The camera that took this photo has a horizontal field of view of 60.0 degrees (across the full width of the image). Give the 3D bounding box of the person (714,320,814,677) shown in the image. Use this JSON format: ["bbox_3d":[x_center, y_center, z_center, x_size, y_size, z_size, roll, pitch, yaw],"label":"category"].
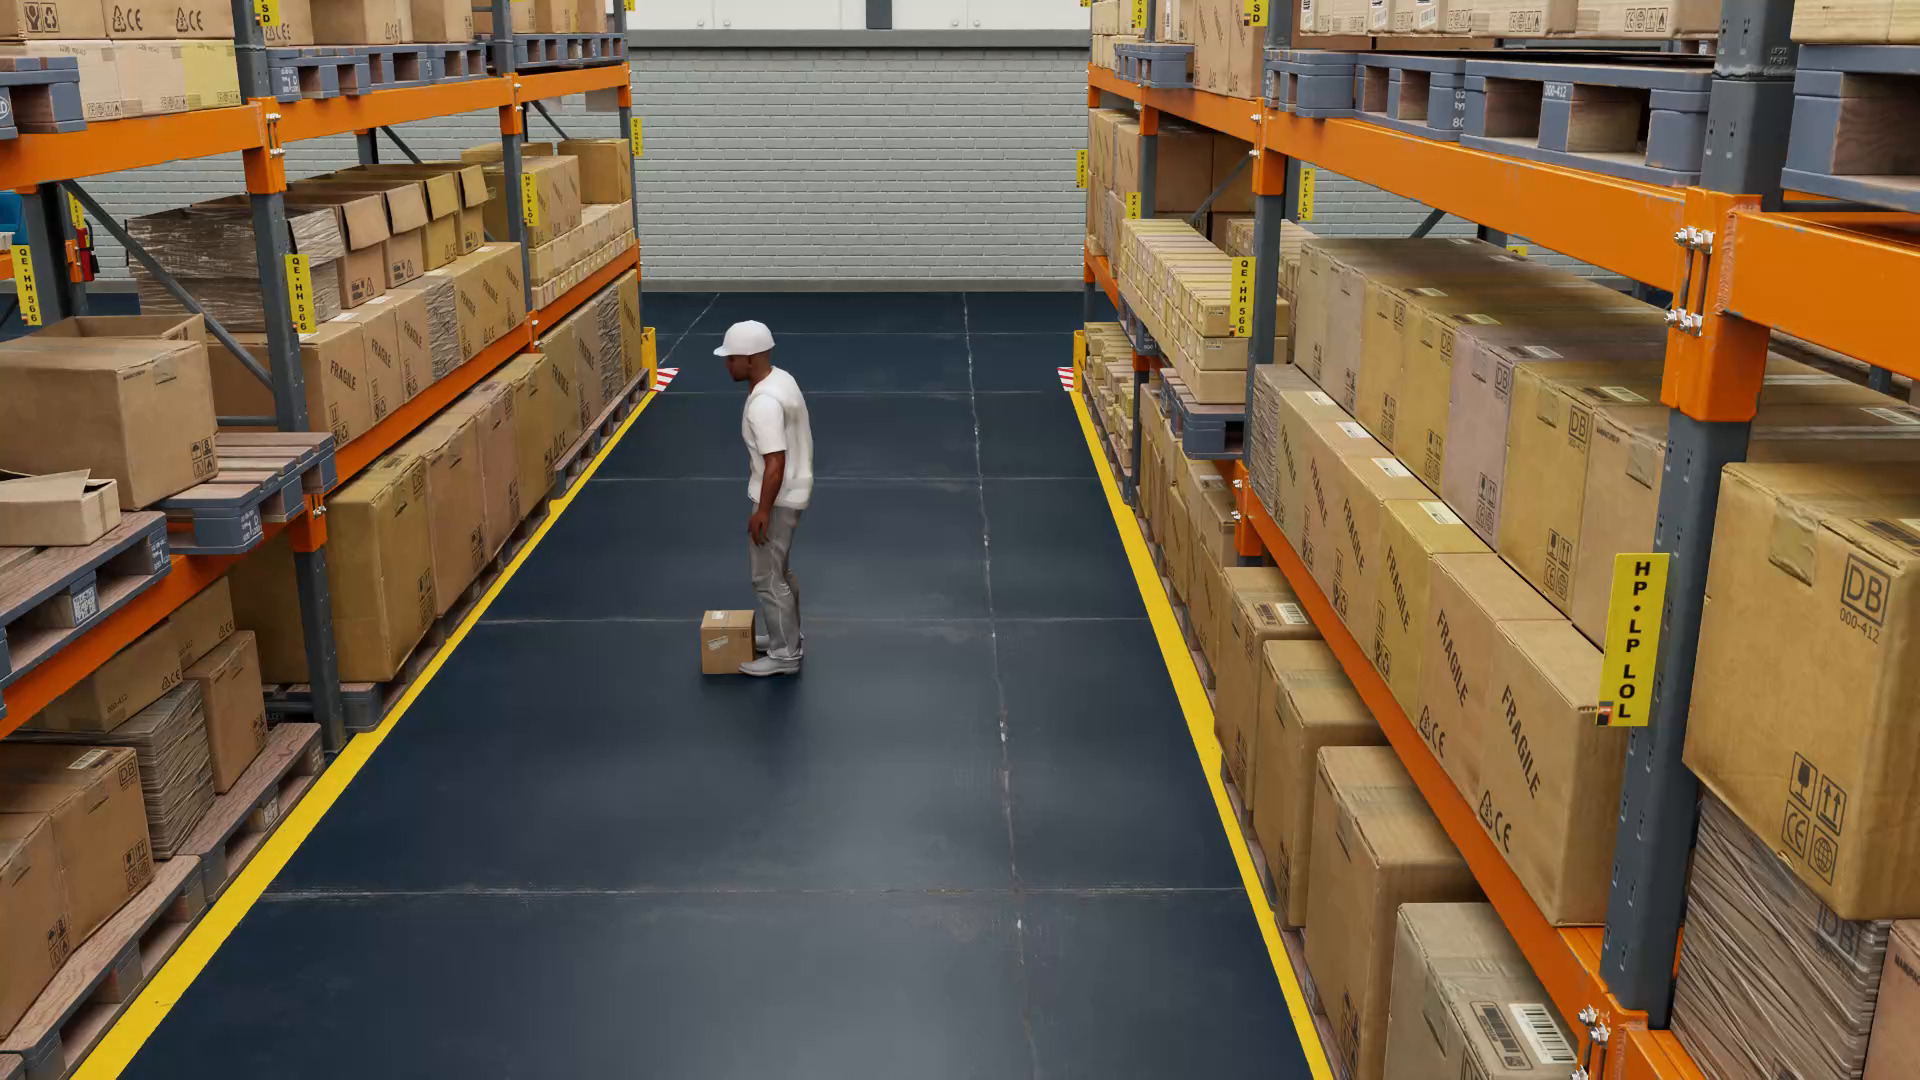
[{"bbox_3d":[-0.948,-0.210,8.200,0.463,1.760,0.631,0,17,-1],"label":"person"}]
